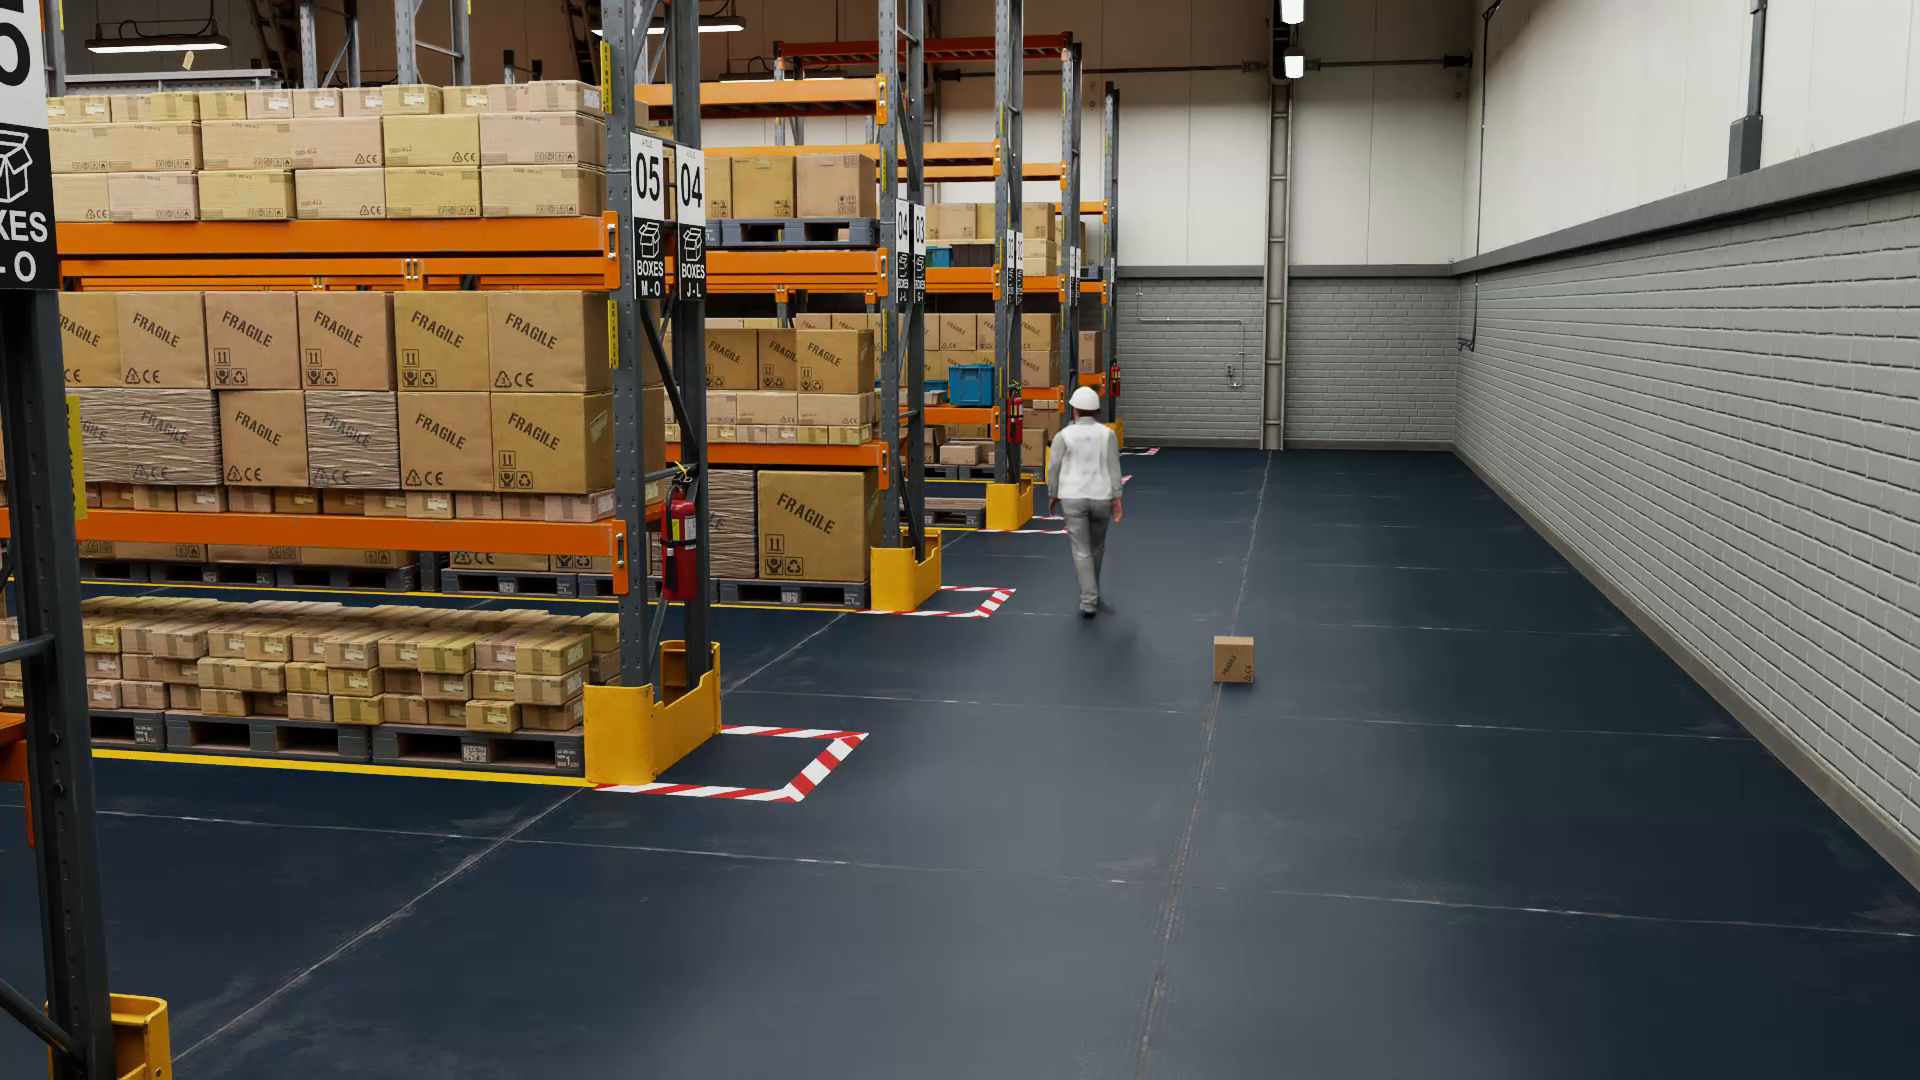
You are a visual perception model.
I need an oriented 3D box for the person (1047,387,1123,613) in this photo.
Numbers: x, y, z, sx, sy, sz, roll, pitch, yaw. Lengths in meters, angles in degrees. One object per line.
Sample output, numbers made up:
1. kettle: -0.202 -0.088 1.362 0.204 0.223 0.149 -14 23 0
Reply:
1. person: 0.951 -0.341 13.096 0.556 1.727 0.978 -2 8 -11
